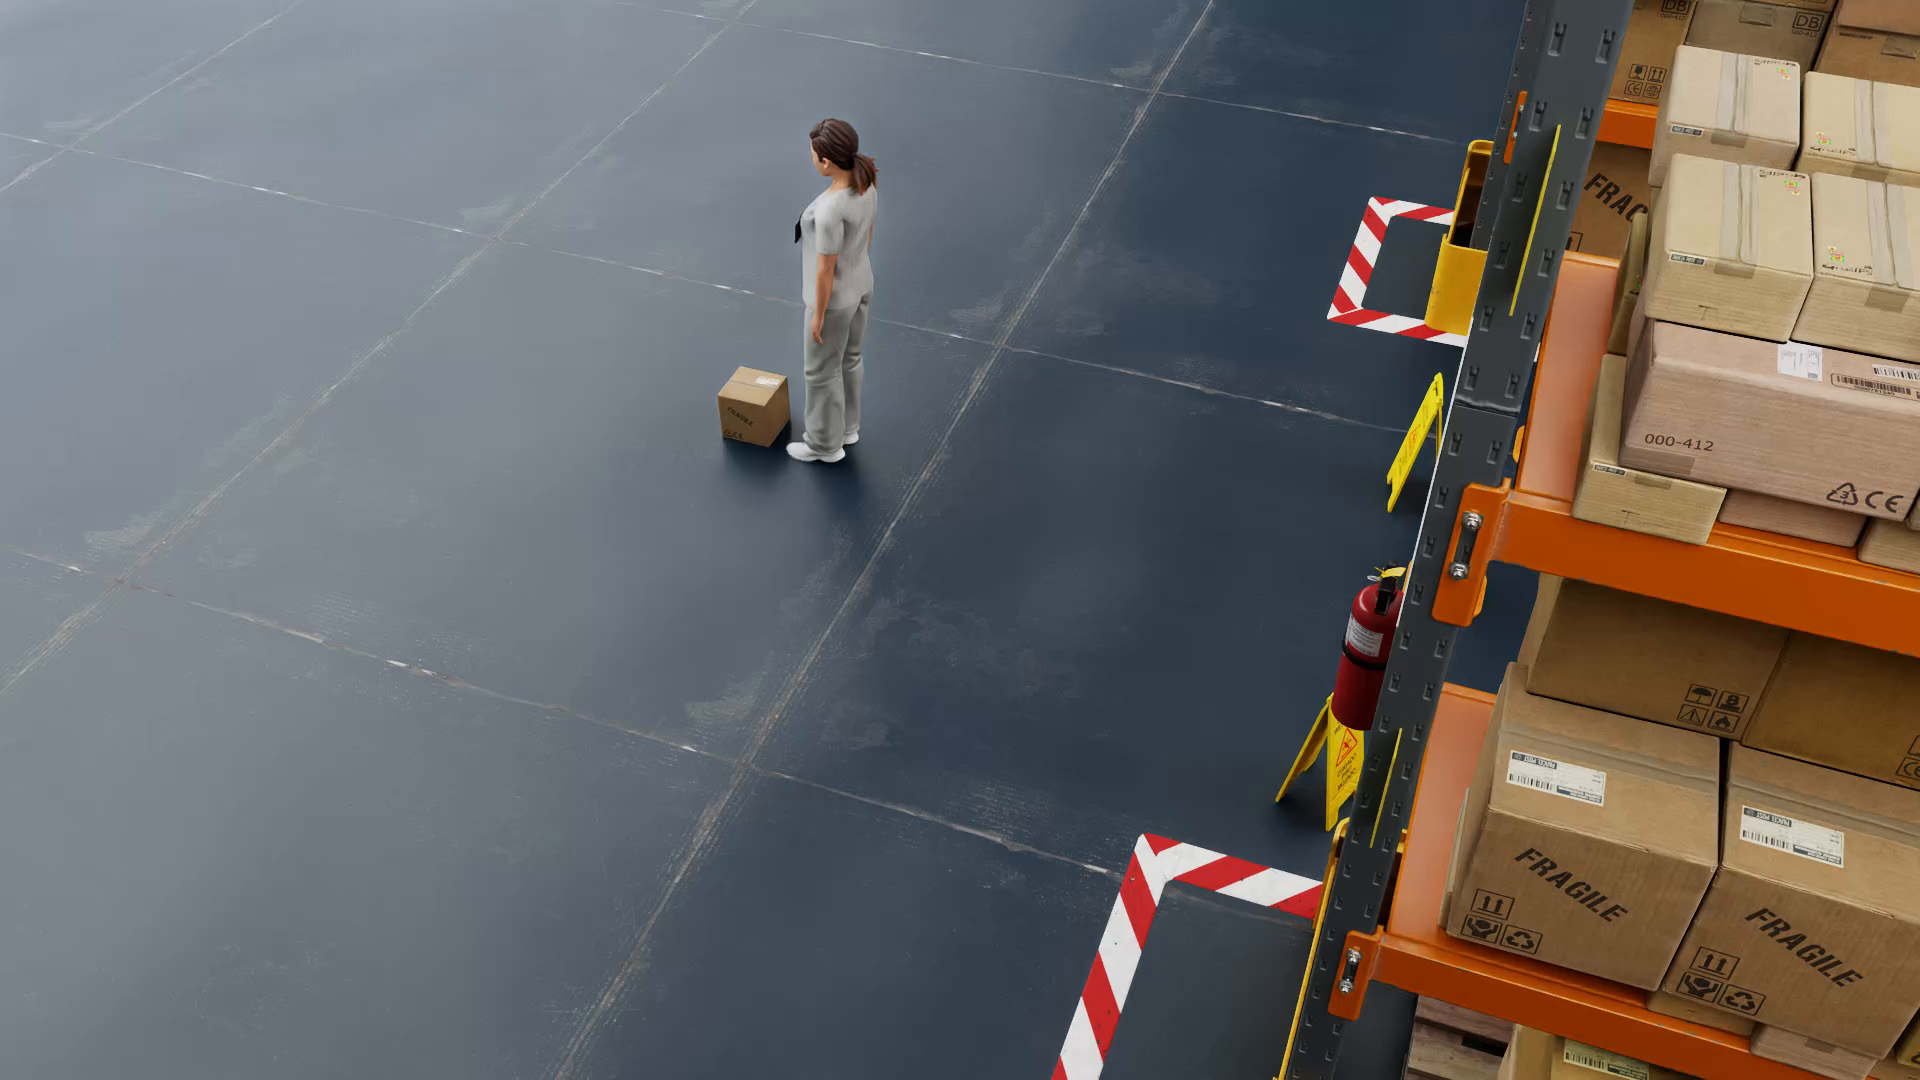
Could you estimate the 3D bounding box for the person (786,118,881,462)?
[{"bbox_3d":[-0.561,-1.071,7.367,0.475,1.694,0.473,18,45,19],"label":"person"}]
